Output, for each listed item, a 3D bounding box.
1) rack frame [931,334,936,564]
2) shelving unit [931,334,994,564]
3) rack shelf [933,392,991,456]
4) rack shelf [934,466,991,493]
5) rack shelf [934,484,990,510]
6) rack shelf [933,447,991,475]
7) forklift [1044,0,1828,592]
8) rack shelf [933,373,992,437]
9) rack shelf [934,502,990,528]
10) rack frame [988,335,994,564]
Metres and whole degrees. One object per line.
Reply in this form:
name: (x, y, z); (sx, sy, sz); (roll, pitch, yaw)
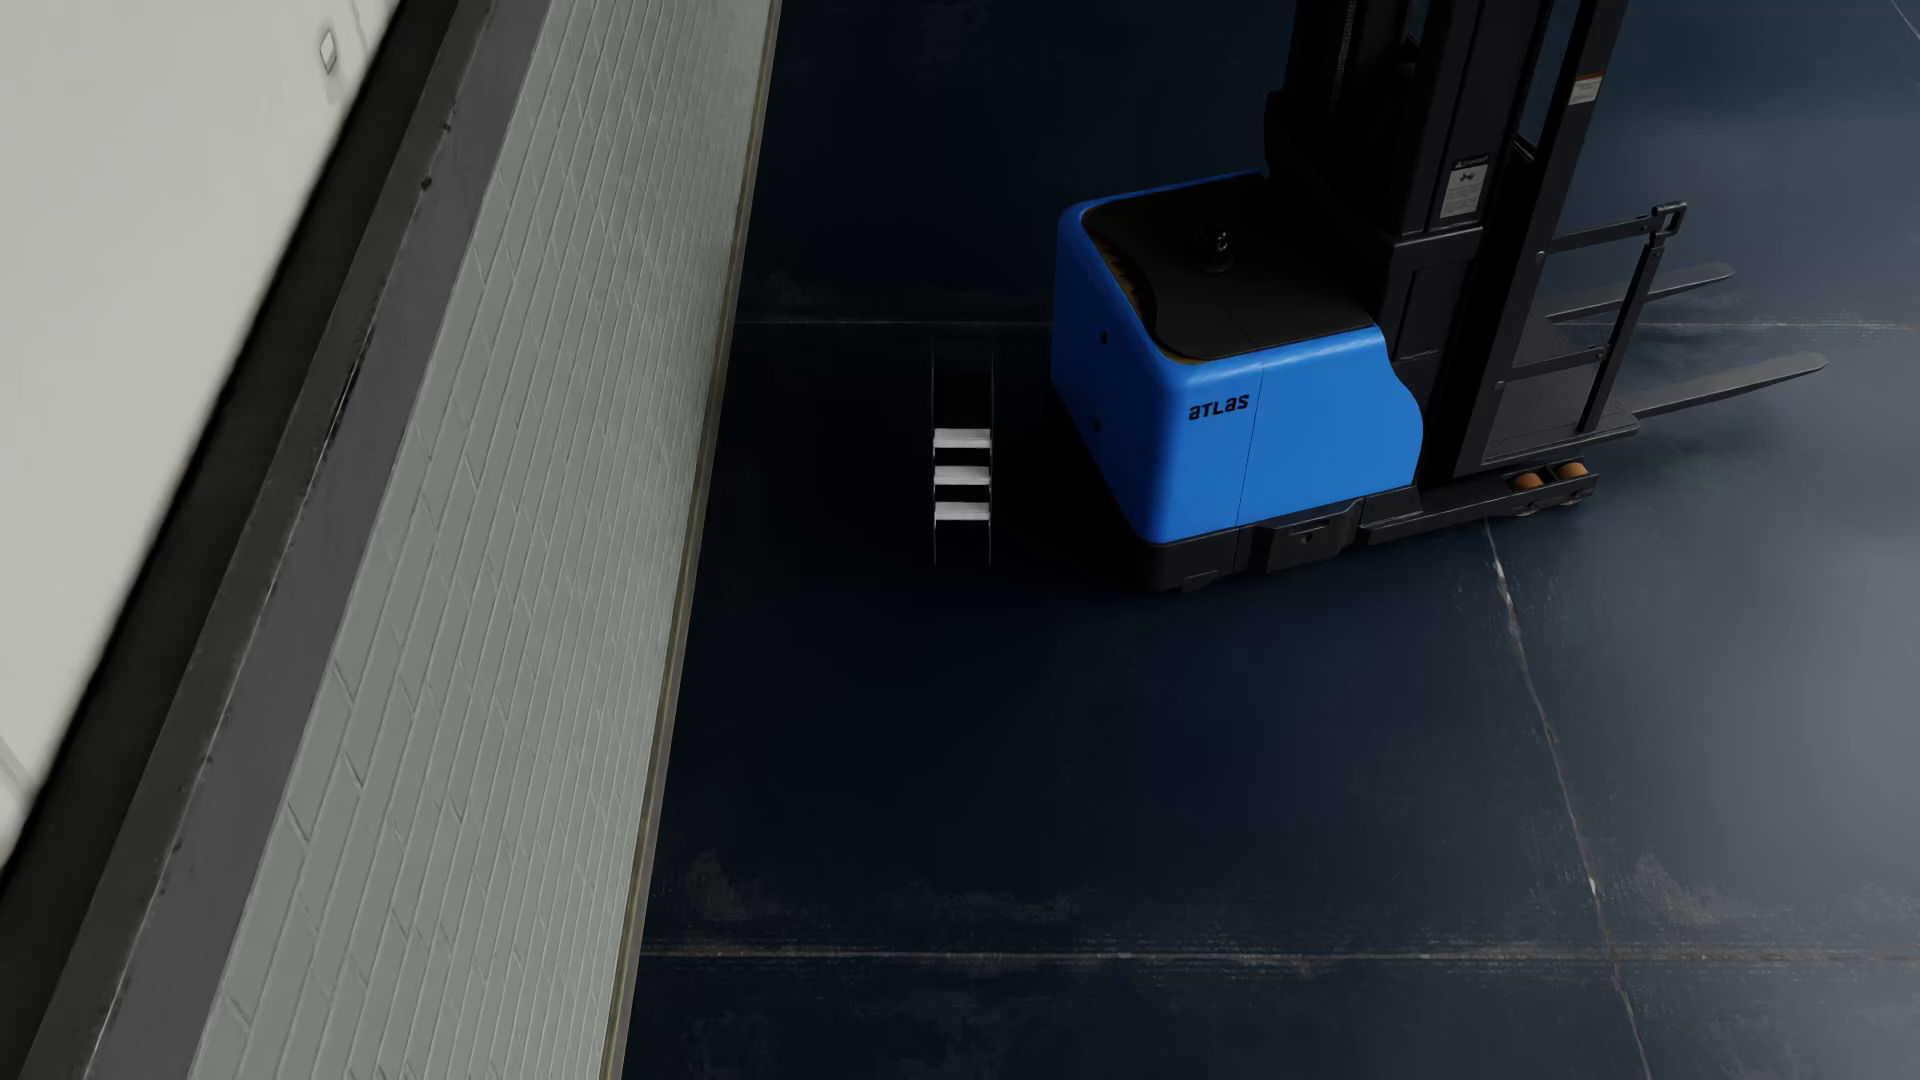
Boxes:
rack frame: (-0.094, -0.307, 5.921); (0.006, 0.900, 0.240); (0, 47, 0)
shelving unit: (0.008, -0.307, 5.921); (0.210, 0.900, 0.258); (0, 47, 0)
rack shelf: (0.008, -0.406, 5.813); (0.200, 0.077, 0.258); (0, 47, 0)
rack shelf: (0.008, -0.284, 5.945); (0.200, 0.077, 0.258); (0, 47, 0)
rack shelf: (0.008, -0.223, 6.011); (0.200, 0.077, 0.258); (0, 47, 0)
rack shelf: (0.008, -0.345, 5.879); (0.200, 0.077, 0.258); (0, 47, 0)
forklift: (1.908, -1.446, 5.594); (3.031, 2.935, 1.130); (-13, 48, -12)
rack shelf: (0.008, -0.468, 5.747); (0.200, 0.077, 0.258); (0, 47, 0)
rack shelf: (0.008, -0.161, 6.077); (0.200, 0.077, 0.258); (0, 47, 0)
rack frame: (0.110, -0.306, 5.920); (0.006, 0.900, 0.240); (0, 47, 0)
